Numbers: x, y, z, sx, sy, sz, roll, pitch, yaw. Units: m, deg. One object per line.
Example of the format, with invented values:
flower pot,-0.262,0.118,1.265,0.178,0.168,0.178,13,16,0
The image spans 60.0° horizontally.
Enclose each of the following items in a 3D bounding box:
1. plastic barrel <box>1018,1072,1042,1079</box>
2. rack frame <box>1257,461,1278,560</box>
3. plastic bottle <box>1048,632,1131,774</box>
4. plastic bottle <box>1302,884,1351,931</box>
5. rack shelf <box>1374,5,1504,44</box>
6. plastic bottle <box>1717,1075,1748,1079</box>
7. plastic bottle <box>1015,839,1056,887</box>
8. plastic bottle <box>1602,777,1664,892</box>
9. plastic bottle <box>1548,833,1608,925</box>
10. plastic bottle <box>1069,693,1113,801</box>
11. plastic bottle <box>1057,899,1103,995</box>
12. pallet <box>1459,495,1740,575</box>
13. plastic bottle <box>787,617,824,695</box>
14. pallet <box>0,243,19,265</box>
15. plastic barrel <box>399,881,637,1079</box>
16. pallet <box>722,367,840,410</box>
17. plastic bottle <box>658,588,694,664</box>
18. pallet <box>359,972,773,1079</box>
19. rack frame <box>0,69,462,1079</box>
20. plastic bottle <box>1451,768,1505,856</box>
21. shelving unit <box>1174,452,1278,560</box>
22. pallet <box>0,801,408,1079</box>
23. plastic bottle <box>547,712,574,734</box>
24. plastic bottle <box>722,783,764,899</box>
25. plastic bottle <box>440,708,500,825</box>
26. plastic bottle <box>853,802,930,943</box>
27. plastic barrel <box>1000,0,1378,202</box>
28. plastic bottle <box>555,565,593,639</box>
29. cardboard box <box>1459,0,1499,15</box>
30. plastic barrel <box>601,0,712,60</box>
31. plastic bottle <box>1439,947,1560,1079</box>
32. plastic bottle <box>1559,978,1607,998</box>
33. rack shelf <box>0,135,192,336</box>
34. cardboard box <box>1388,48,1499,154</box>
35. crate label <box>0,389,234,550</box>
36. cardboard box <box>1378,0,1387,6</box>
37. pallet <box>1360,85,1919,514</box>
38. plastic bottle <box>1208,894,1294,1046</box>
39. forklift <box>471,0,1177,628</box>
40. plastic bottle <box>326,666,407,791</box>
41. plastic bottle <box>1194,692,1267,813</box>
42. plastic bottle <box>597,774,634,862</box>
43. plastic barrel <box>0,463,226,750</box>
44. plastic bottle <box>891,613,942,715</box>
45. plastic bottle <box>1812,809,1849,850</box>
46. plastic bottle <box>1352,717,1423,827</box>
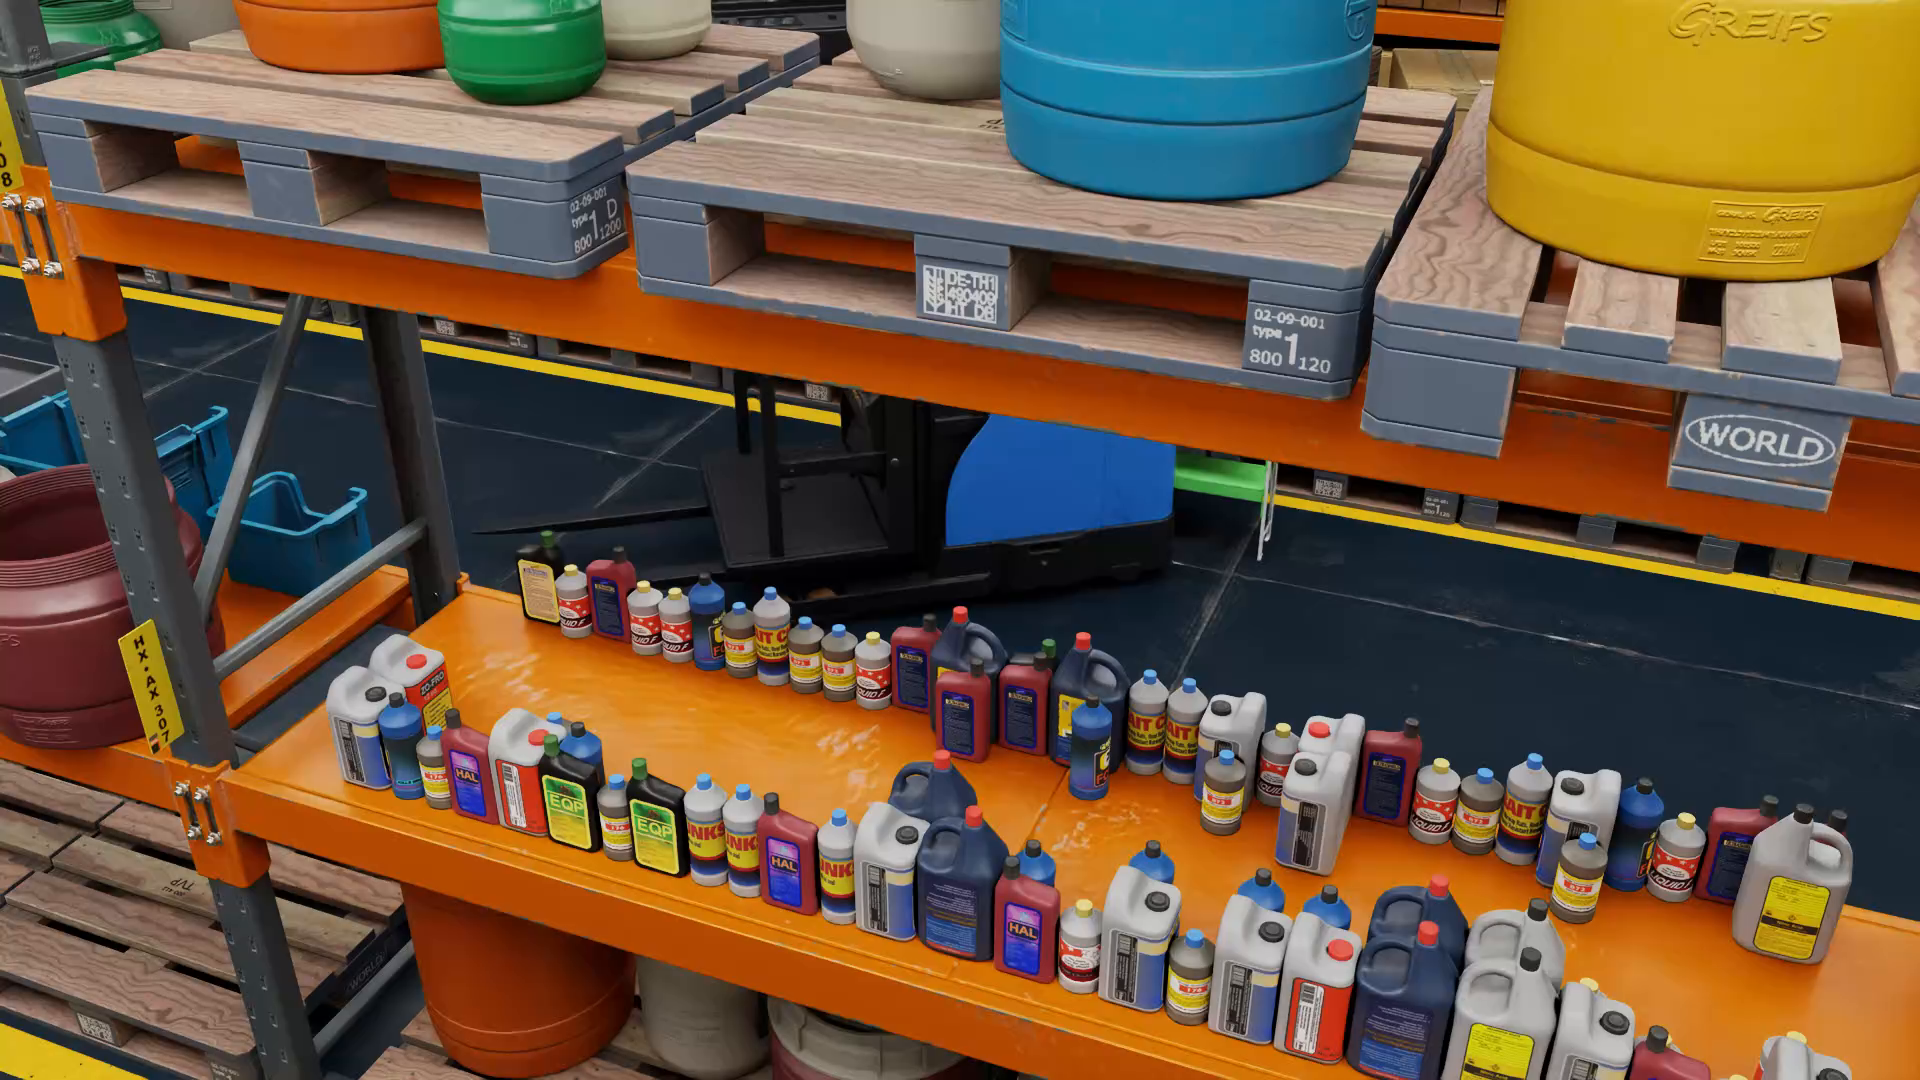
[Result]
plastic barrel,0.359,1.423,4.286,0.421,0.512,0.421,0,29,0
rack frame,1.405,-0.486,7.391,0.015,1.200,0.240,10,31,17
plastic bottle,0.317,0.388,4.066,0.185,0.351,0.144,11,31,19
plastic bottle,0.740,0.816,3.388,0.097,0.271,0.097,0,29,0
rack shelf,3.874,-3.667,11.920,4.000,0.370,1.077,11,31,19
plastic bottle,1.398,1.059,3.030,0.097,0.201,0.097,0,29,0
plastic bottle,0.152,0.747,3.510,0.097,0.271,0.097,0,29,0
plastic bottle,1.496,0.645,3.691,0.097,0.271,0.097,0,29,0
plastic bottle,1.348,0.727,3.618,0.097,0.201,0.097,0,29,0
plastic bottle,0.312,0.485,3.974,0.097,0.271,0.097,0,29,0
plastic bottle,0.253,0.830,3.435,0.097,0.201,0.097,0,29,0
pallet,3.101,-0.270,8.013,1.213,0.211,1.003,11,31,19
plastic bottle,-0.404,0.296,4.380,0.097,0.201,0.097,0,29,0
pallet,-6.527,-2.235,11.489,1.213,0.211,1.003,11,31,19
plastic barrel,-1.244,1.012,4.691,0.708,0.830,0.600,11,31,19
pallet,-0.586,-1.047,9.388,1.213,0.211,1.003,11,31,19
plastic bottle,-0.764,0.224,4.507,0.097,0.201,0.097,0,29,0
pallet,-0.958,1.508,4.868,1.213,0.211,1.003,11,31,19
rack frame,-1.704,0.167,4.406,0.127,3.000,1.000,11,31,19
plastic bottle,1.191,0.614,3.816,0.097,0.201,0.097,0,29,0
shelving unit,1.176,-0.527,7.464,0.503,1.200,0.258,10,31,17
pallet,-2.407,1.220,5.377,1.213,0.211,1.003,11,31,19
plastic bottle,-0.966,0.506,4.008,0.097,0.201,0.097,0,29,0
plastic bottle,-0.471,0.655,3.673,0.097,0.271,0.097,0,29,0
plastic bottle,-1.137,0.527,3.888,0.133,0.283,0.061,11,31,19
plastic bottle,-0.139,0.705,3.580,0.135,0.276,0.152,11,31,19
plastic barrel,0.364,-1.046,2.567,0.708,0.901,0.600,11,31,19
plastic bottle,-1.068,0.163,4.614,0.097,0.201,0.097,0,29,0
cardboard box,3.664,-3.804,11.667,0.250,0.149,0.380,11,31,19
plastic barrel,-0.655,-1.130,3.366,0.301,0.262,0.301,0,29,0
plastic bottle,1.028,0.908,3.146,0.185,0.351,0.144,11,31,19
plastic bottle,1.207,0.940,3.240,0.097,0.201,0.097,0,29,0
rack shelf,-3.557,-1.196,4.500,4.000,0.370,1.077,11,31,19
cardboard box,2.208,-1.876,7.492,0.500,0.500,0.700,4,30,6
crate label,-2.523,-0.156,4.941,0.616,0.435,0.502,11,31,19
cardboard box,2.963,-3.954,11.933,0.250,0.149,0.380,11,31,19
pallet,1.240,-0.417,2.583,1.003,0.211,1.213,11,31,19
plastic bottle,0.585,0.850,3.324,0.135,0.276,0.152,11,31,19
forklift,-0.624,-1.166,6.833,3.031,2.935,1.130,-7,30,-12
plastic bottle,-1.424,0.448,4.034,0.135,0.276,0.152,11,31,19
plastic bottle,0.644,0.487,3.965,0.135,0.276,0.152,11,31,19
plastic bottle,-0.775,0.625,3.798,0.097,0.201,0.097,0,29,0
plastic barrel,-2.248,0.160,4.280,0.708,0.536,0.600,11,31,19
plastic bottle,-0.109,0.310,4.273,0.133,0.283,0.061,11,31,19
plastic bottle,1.823,0.695,3.590,0.133,0.283,0.061,11,31,19
plastic bottle,1.000,0.531,3.881,0.133,0.283,0.061,11,31,19
